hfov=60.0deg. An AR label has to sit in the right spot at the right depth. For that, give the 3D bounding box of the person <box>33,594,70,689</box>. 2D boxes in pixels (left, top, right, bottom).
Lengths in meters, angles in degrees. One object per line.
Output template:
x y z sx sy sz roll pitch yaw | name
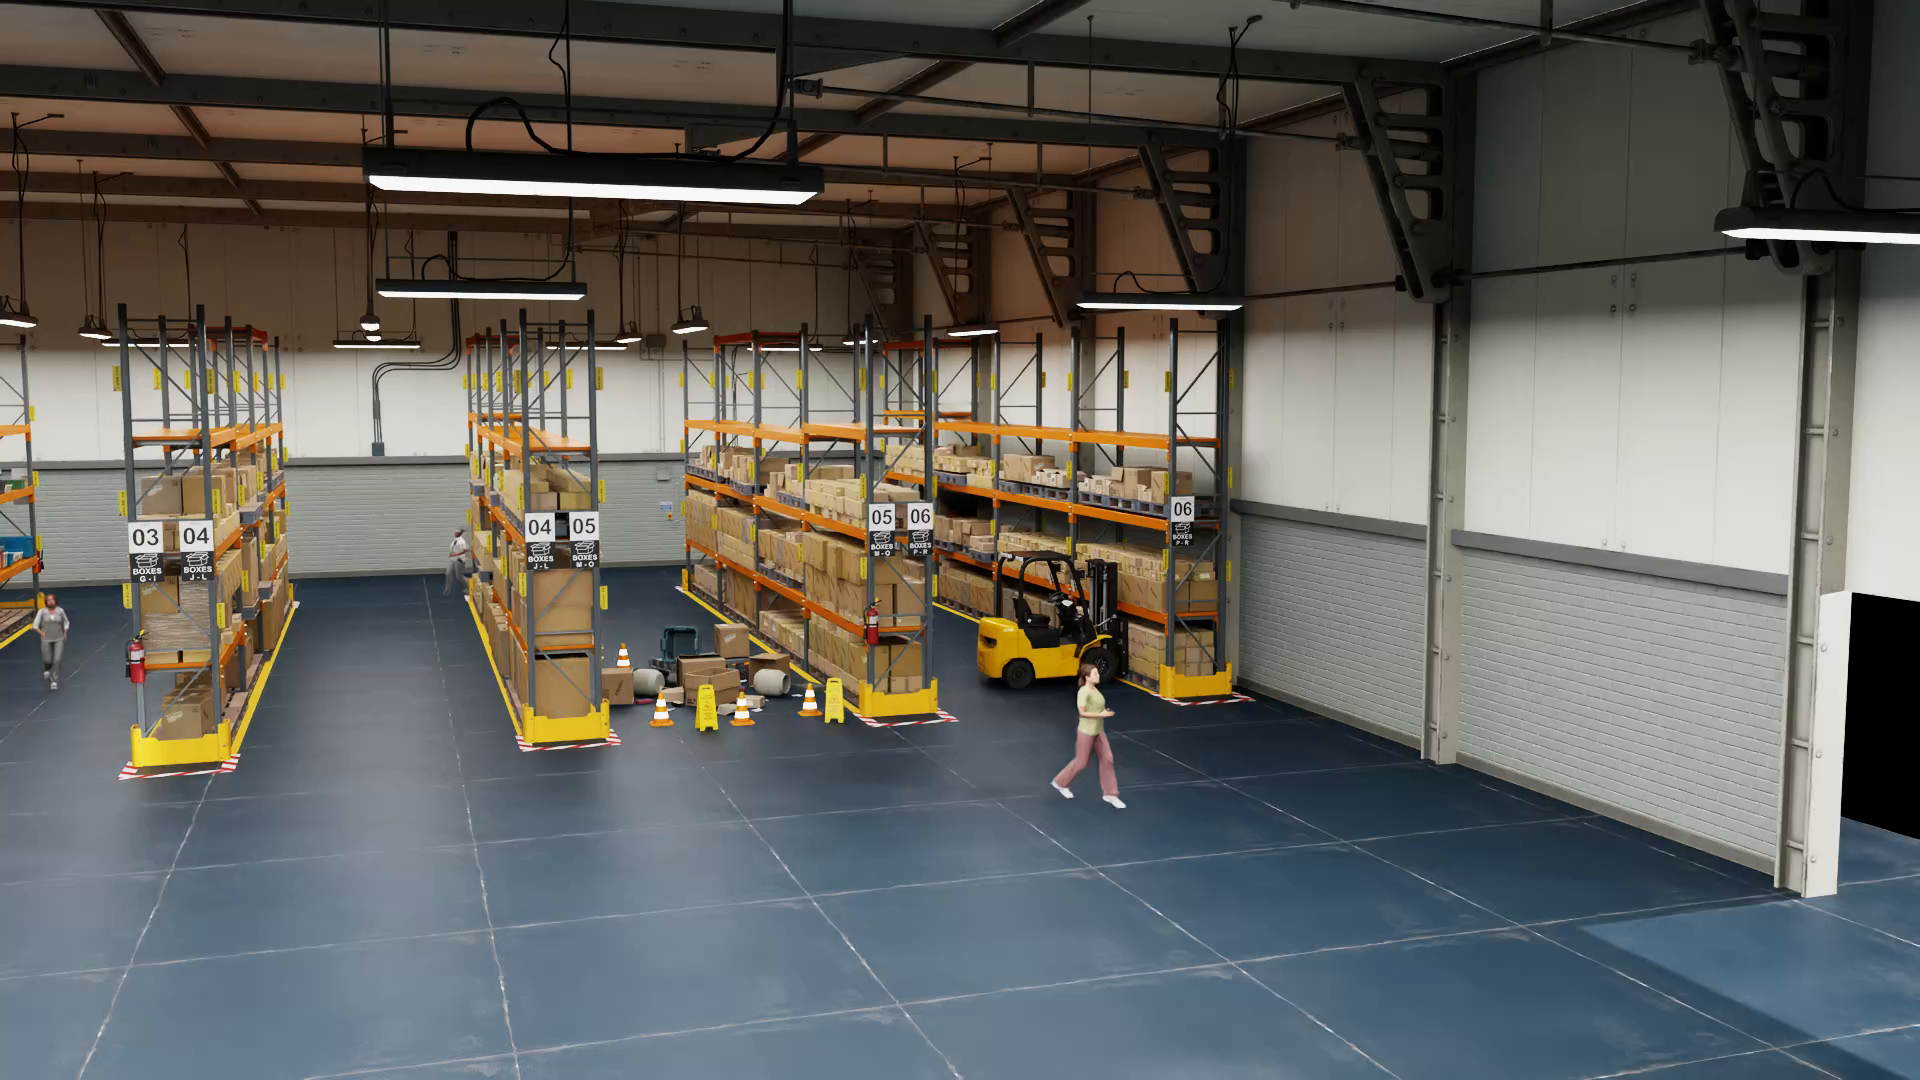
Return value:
-14.865 1.648 27.232 0.534 1.553 0.557 -4 7 -36 | person

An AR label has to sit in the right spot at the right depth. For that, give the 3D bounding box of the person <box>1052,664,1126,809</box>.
1.514 2.297 19.616 0.927 1.696 0.565 3 6 28 | person

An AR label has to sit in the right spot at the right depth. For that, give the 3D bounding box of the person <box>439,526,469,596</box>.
-11.778 0.508 39.034 0.754 1.678 0.712 -4 7 -34 | person
